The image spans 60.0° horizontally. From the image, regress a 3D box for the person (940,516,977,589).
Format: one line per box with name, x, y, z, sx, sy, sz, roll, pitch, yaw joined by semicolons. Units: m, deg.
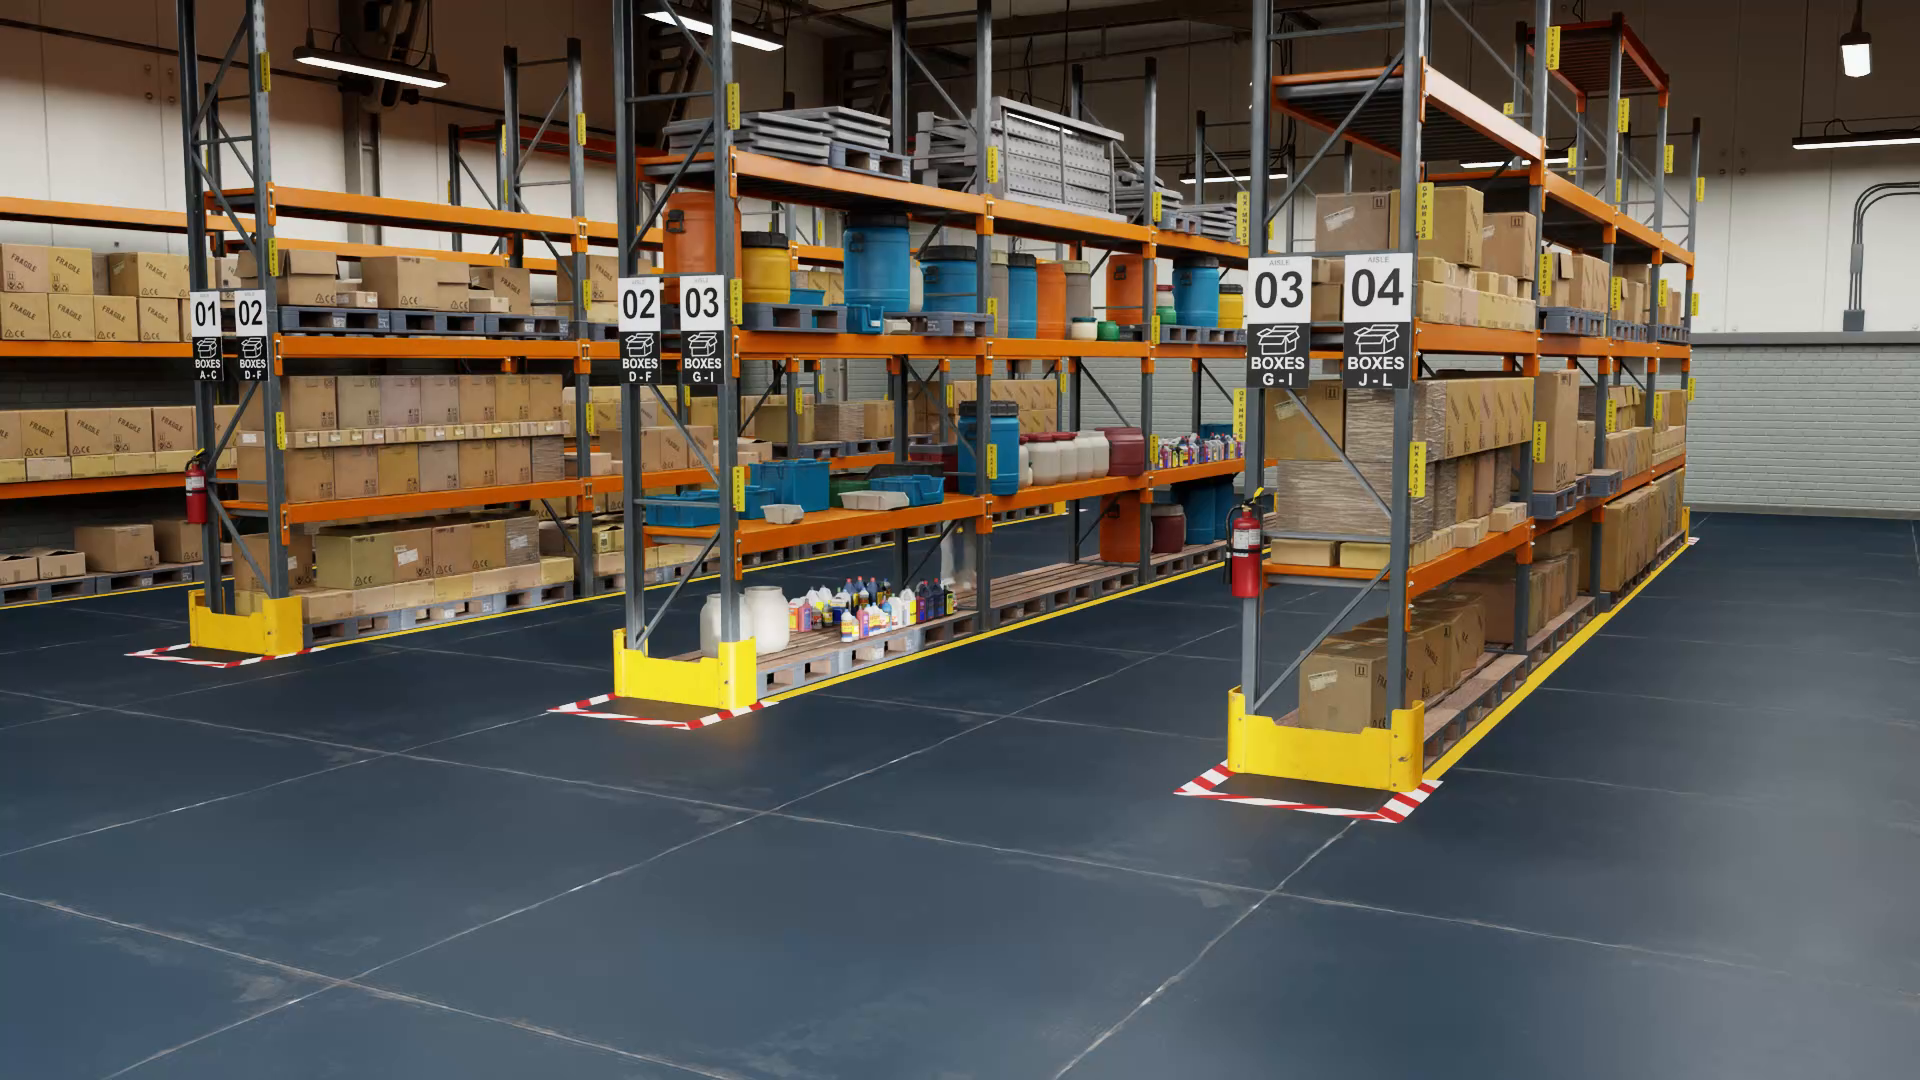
person;0.020;-0.306;17.344;0.540;1.708;0.357;-1;6;-11
